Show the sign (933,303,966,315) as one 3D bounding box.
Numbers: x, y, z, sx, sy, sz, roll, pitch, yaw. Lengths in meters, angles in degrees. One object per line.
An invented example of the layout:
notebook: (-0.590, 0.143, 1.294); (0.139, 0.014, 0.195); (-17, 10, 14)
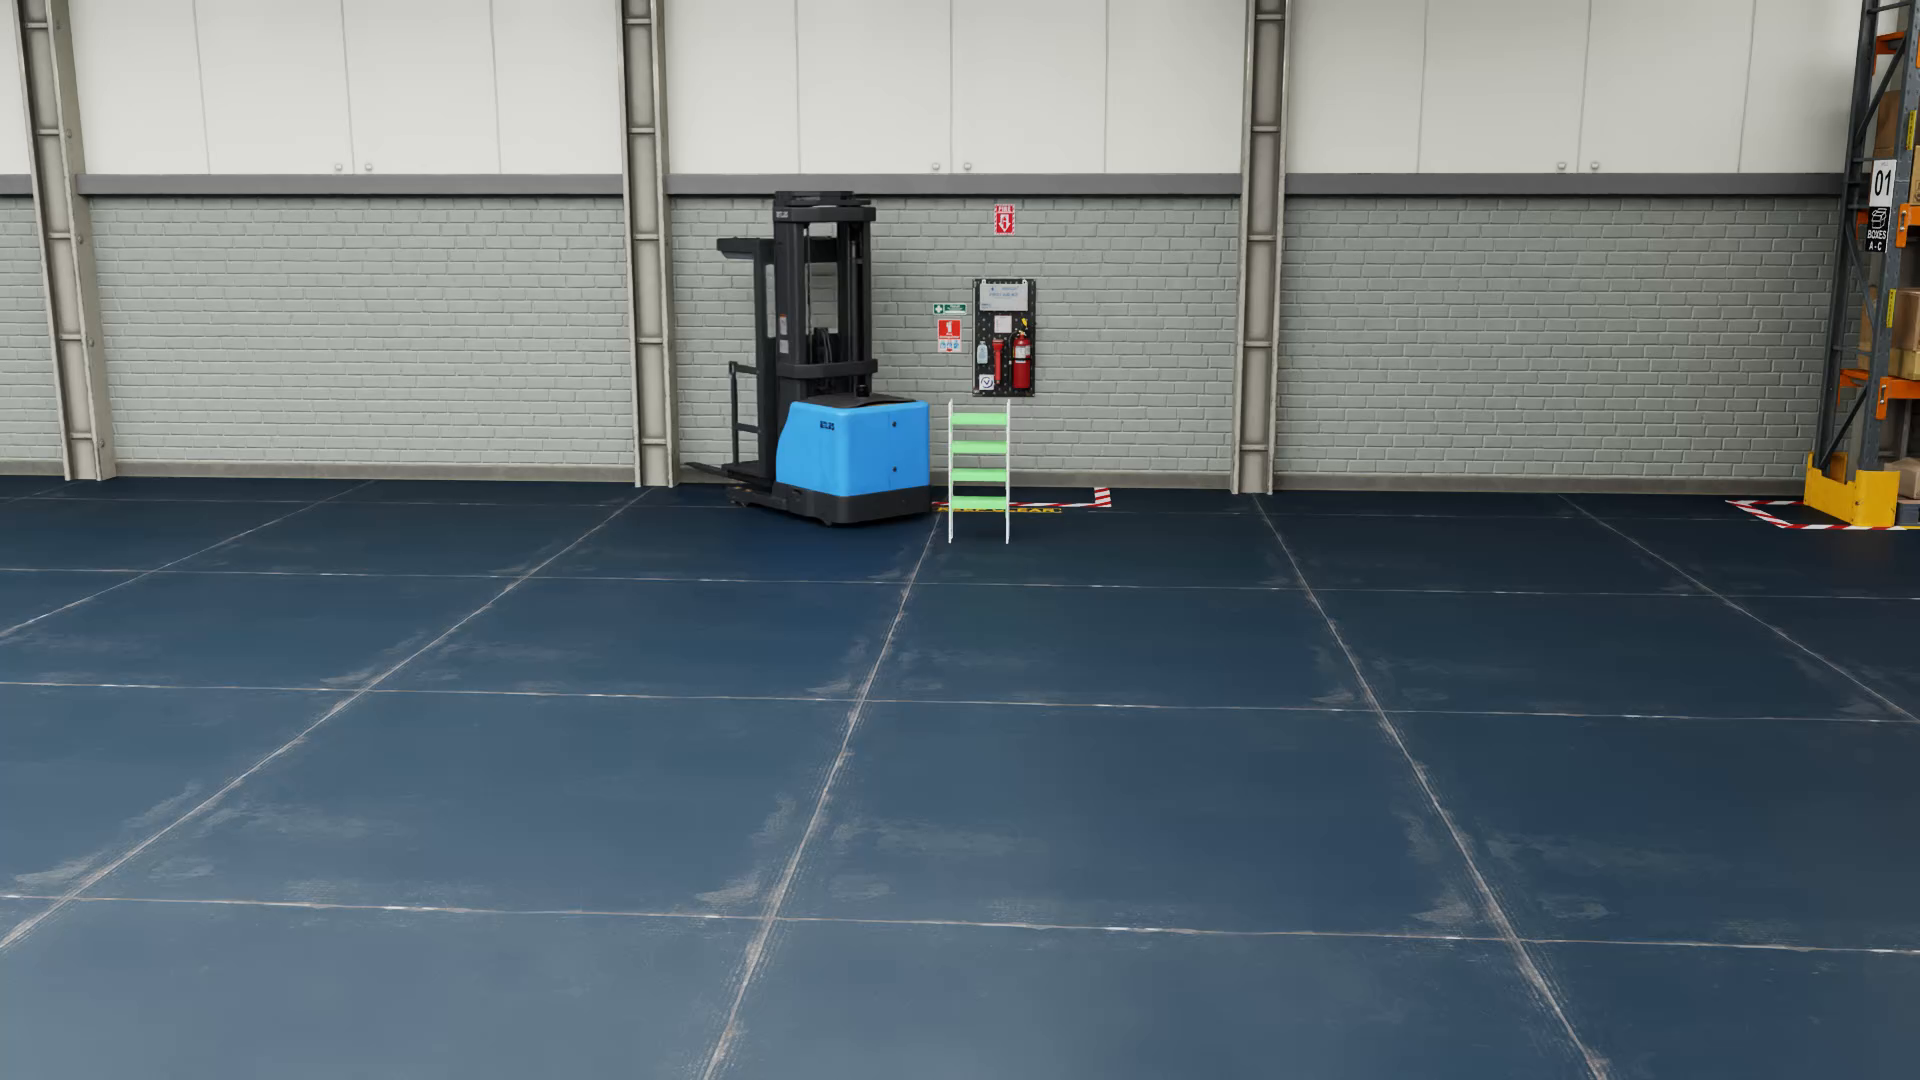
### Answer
sign: (-0.101, -2.298, 16.546); (0.331, 0.109, 0.001); (1, 12, 4)

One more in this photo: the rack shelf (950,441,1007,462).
rack shelf: (0.165, -0.757, 14.098); (0.480, 0.148, 0.258); (1, 12, 4)

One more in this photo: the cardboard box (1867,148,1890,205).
cardboard box: (8.566, -3.276, 14.986); (0.500, 0.500, 0.500); (2, 12, 8)

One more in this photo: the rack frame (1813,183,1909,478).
rack frame: (8.133, -1.704, 15.086); (0.127, 3.000, 1.000); (1, 12, 4)

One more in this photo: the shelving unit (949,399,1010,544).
shelving unit: (0.165, -0.585, 14.134); (0.503, 1.200, 0.258); (1, 12, 4)

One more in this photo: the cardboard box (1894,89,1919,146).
cardboard box: (8.501, -3.665, 14.402); (0.500, 0.500, 0.500); (0, 12, 0)

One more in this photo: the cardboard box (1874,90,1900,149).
cardboard box: (8.581, -3.767, 14.891); (0.500, 0.500, 0.500); (1, 12, 6)

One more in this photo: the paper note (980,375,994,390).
paper note: (0.267, -1.580, 16.645); (0.142, 0.148, 0.016); (1, 12, 4)

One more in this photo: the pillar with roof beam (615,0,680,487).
pillar with roof beam: (-3.372, -4.092, 11.851); (0.400, 9.000, 9.100); (1, 12, 4)

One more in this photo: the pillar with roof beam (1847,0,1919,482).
pillar with roof beam: (8.602, -3.928, 11.066); (0.400, 9.000, 9.100); (1, 12, 4)

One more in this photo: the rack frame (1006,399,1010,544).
rack frame: (0.409, -0.582, 14.118); (0.015, 1.200, 0.240); (1, 12, 4)

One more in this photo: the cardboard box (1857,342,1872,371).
cardboard box: (8.612, -1.673, 15.258); (0.500, 0.250, 0.500); (1, 12, 5)

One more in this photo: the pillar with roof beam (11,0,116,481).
pillar with roof beam: (-9.358, -4.174, 12.243); (0.400, 9.000, 9.100); (1, 12, 4)

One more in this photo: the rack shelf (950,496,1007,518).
rack shelf: (0.165, -0.288, 14.197); (0.480, 0.148, 0.258); (1, 12, 4)

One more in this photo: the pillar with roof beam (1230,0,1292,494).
pillar with roof beam: (2.615, -4.010, 11.459); (0.400, 9.000, 9.100); (1, 12, 4)

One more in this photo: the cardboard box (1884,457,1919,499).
cardboard box: (8.817, -0.575, 15.183); (0.500, 0.311, 0.500); (-1, 12, -3)

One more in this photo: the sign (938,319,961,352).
sign: (-0.105, -2.040, 16.609); (0.234, 0.329, 0.001); (1, 12, 4)

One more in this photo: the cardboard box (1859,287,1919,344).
cardboard box: (8.617, -2.044, 15.199); (0.500, 0.500, 0.500); (1, 12, 3)

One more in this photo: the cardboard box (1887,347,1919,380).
cardboard box: (8.599, -1.568, 14.757); (0.500, 0.250, 0.500); (0, 12, 2)

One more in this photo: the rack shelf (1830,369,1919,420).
rack shelf: (10.128, -1.324, 15.029); (4.000, 0.370, 1.077); (1, 12, 4)

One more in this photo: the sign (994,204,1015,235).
sign: (0.438, -3.149, 16.337); (0.199, 0.298, 0.001); (1, 12, 4)

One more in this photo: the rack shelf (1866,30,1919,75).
rack shelf: (10.128, -4.259, 14.415); (4.000, 0.370, 1.077); (1, 12, 4)

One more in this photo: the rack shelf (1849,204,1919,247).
rack shelf: (10.128, -2.792, 14.721); (4.000, 0.370, 1.077); (1, 12, 4)

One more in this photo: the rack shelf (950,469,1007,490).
rack shelf: (0.165, -0.522, 14.147); (0.480, 0.148, 0.258); (1, 12, 4)

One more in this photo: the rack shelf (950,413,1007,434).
rack shelf: (0.165, -0.992, 14.049); (0.480, 0.148, 0.258); (1, 12, 4)

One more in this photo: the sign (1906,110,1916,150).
sign: (8.097, -3.489, 14.159); (0.005, 0.325, 0.100); (1, 12, 4)

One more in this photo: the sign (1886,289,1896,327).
sign: (8.097, -2.016, 14.467); (0.005, 0.325, 0.100); (1, 12, 4)

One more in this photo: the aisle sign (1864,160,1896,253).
aisle sign: (8.041, -2.916, 14.531); (0.004, 0.787, 0.394); (1, 12, 4)

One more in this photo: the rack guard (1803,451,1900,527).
rack guard: (8.209, -0.479, 15.337); (0.348, 0.500, 1.175); (1, 12, 4)

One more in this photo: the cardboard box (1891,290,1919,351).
cardboard box: (8.589, -1.939, 14.698); (0.500, 0.500, 0.500); (1, 12, 4)

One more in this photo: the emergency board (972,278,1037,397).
emergency board: (0.439, -1.994, 16.476); (0.643, 1.169, 0.194); (1, 12, 4)

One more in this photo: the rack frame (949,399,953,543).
rack frame: (-0.078, -0.588, 14.150); (0.015, 1.200, 0.240); (1, 12, 4)

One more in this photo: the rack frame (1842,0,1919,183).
rack frame: (8.133, -4.640, 14.471); (0.127, 3.000, 1.000); (1, 12, 4)

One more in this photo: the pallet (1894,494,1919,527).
pallet: (9.017, -0.319, 15.279); (1.213, 0.211, 1.003); (1, 12, 4)

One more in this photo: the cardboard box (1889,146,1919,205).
cardboard box: (8.450, -3.175, 14.500); (0.500, 0.500, 0.500); (1, 12, 5)

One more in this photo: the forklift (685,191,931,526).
forklift: (-1.586, -1.807, 15.749); (1.130, 2.935, 3.031); (-10, 15, -38)
